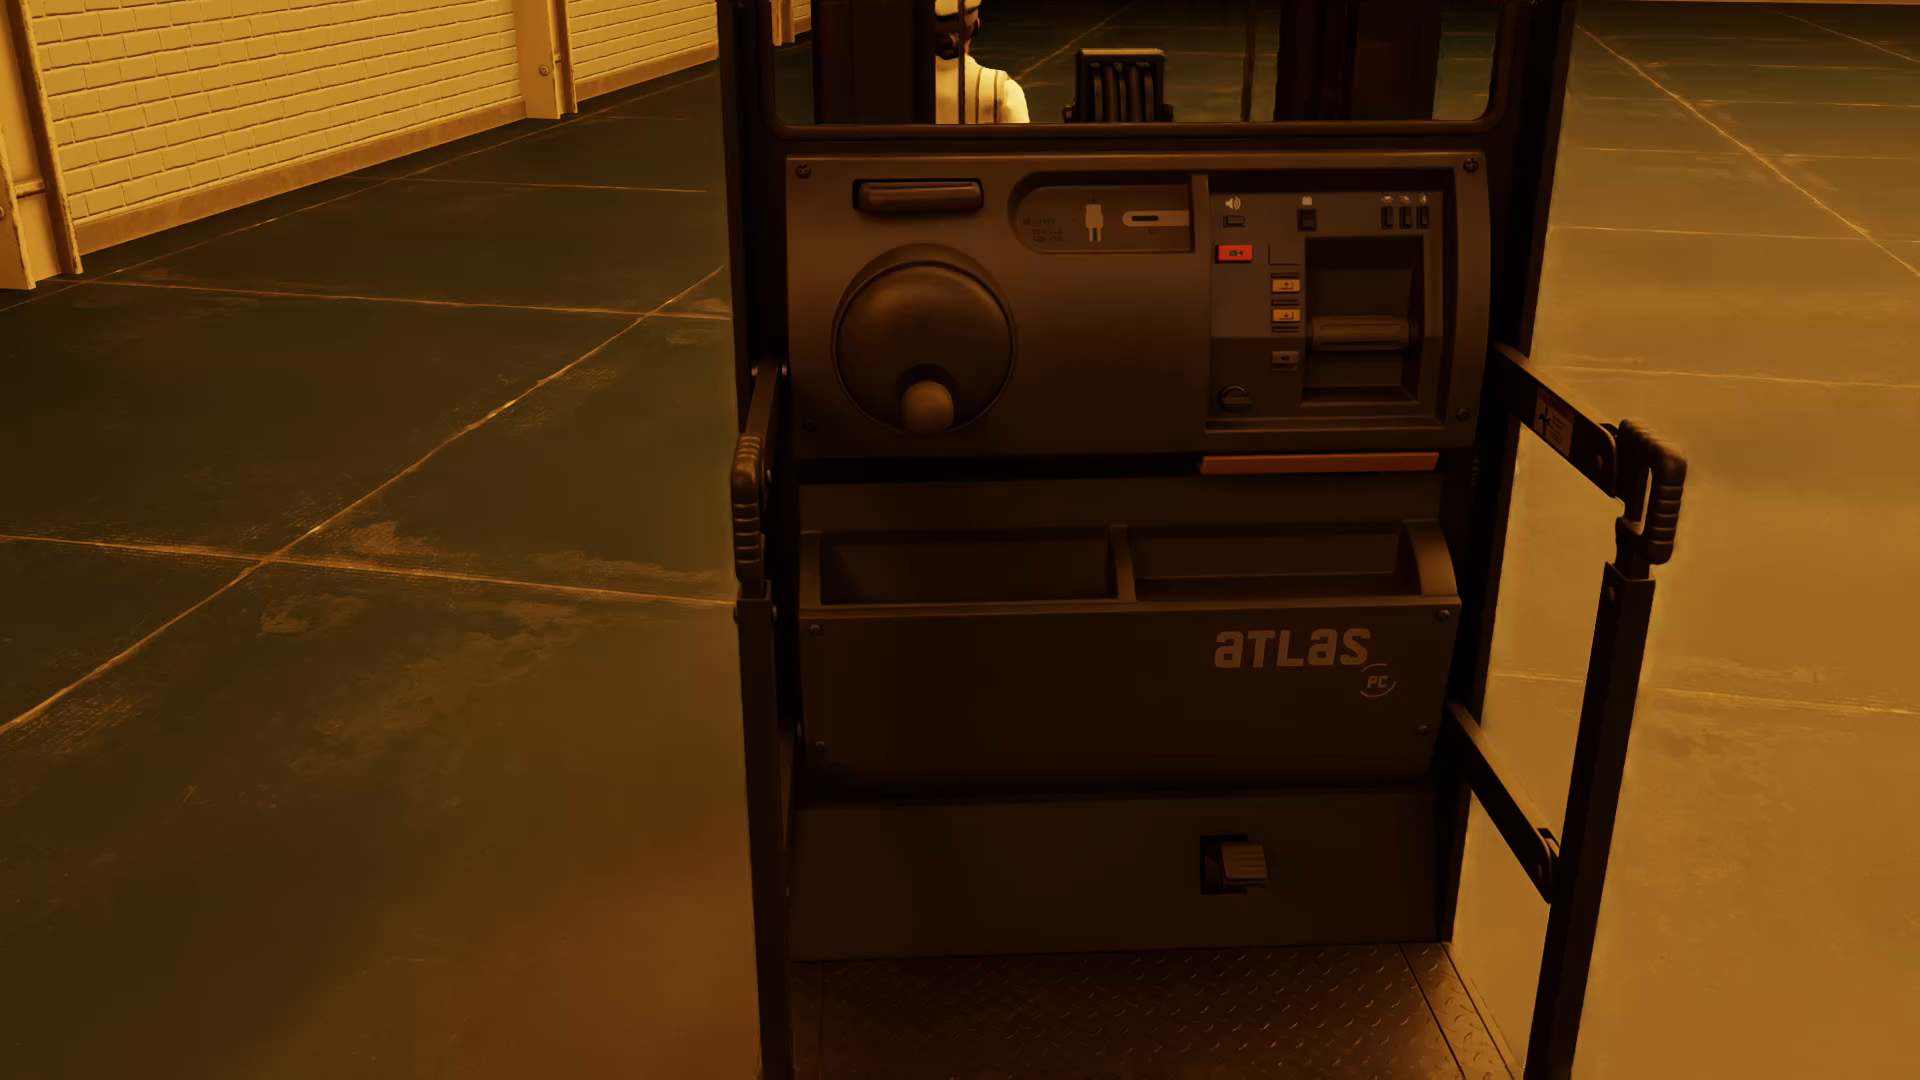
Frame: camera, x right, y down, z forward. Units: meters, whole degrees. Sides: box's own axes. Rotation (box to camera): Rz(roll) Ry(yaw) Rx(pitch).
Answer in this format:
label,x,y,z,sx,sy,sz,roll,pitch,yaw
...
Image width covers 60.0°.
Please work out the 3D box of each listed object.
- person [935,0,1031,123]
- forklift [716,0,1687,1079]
label,x,y,z,sx,sy,sz,roll,pitch,yaw
person,0.021,-0.816,4.885,0.588,1.696,0.533,5,23,11
forklift,0.251,-0.301,2.004,1.130,2.935,3.031,-1,22,-3
